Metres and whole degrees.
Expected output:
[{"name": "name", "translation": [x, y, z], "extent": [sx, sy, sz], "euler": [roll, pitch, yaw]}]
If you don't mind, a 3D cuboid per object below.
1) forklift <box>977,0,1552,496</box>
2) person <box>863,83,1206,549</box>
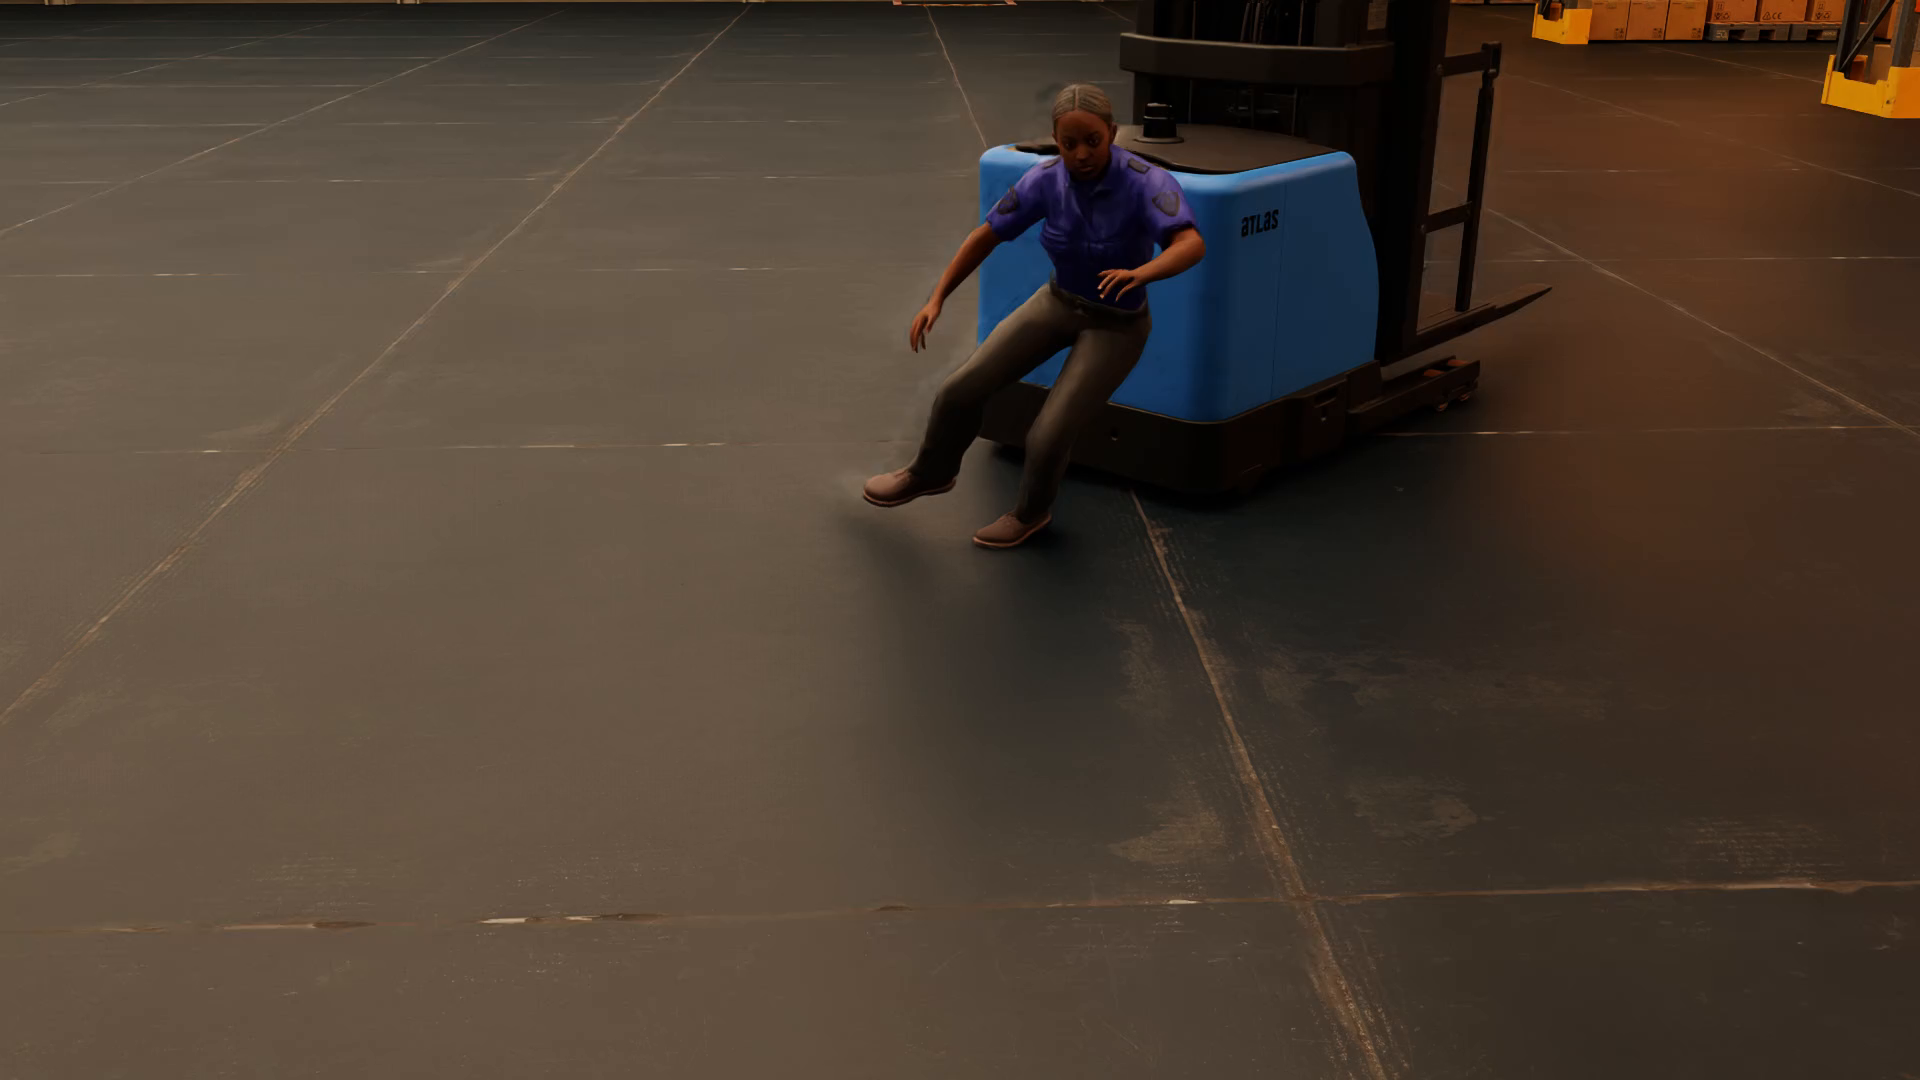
[{"name": "forklift", "translation": [1.405, -1.968, 6.173], "extent": [1.130, 2.935, 3.031], "euler": [18, 28, 38]}, {"name": "person", "translation": [0.161, -0.576, 4.735], "extent": [1.095, 1.417, 0.878], "euler": [8, 23, 19]}]
